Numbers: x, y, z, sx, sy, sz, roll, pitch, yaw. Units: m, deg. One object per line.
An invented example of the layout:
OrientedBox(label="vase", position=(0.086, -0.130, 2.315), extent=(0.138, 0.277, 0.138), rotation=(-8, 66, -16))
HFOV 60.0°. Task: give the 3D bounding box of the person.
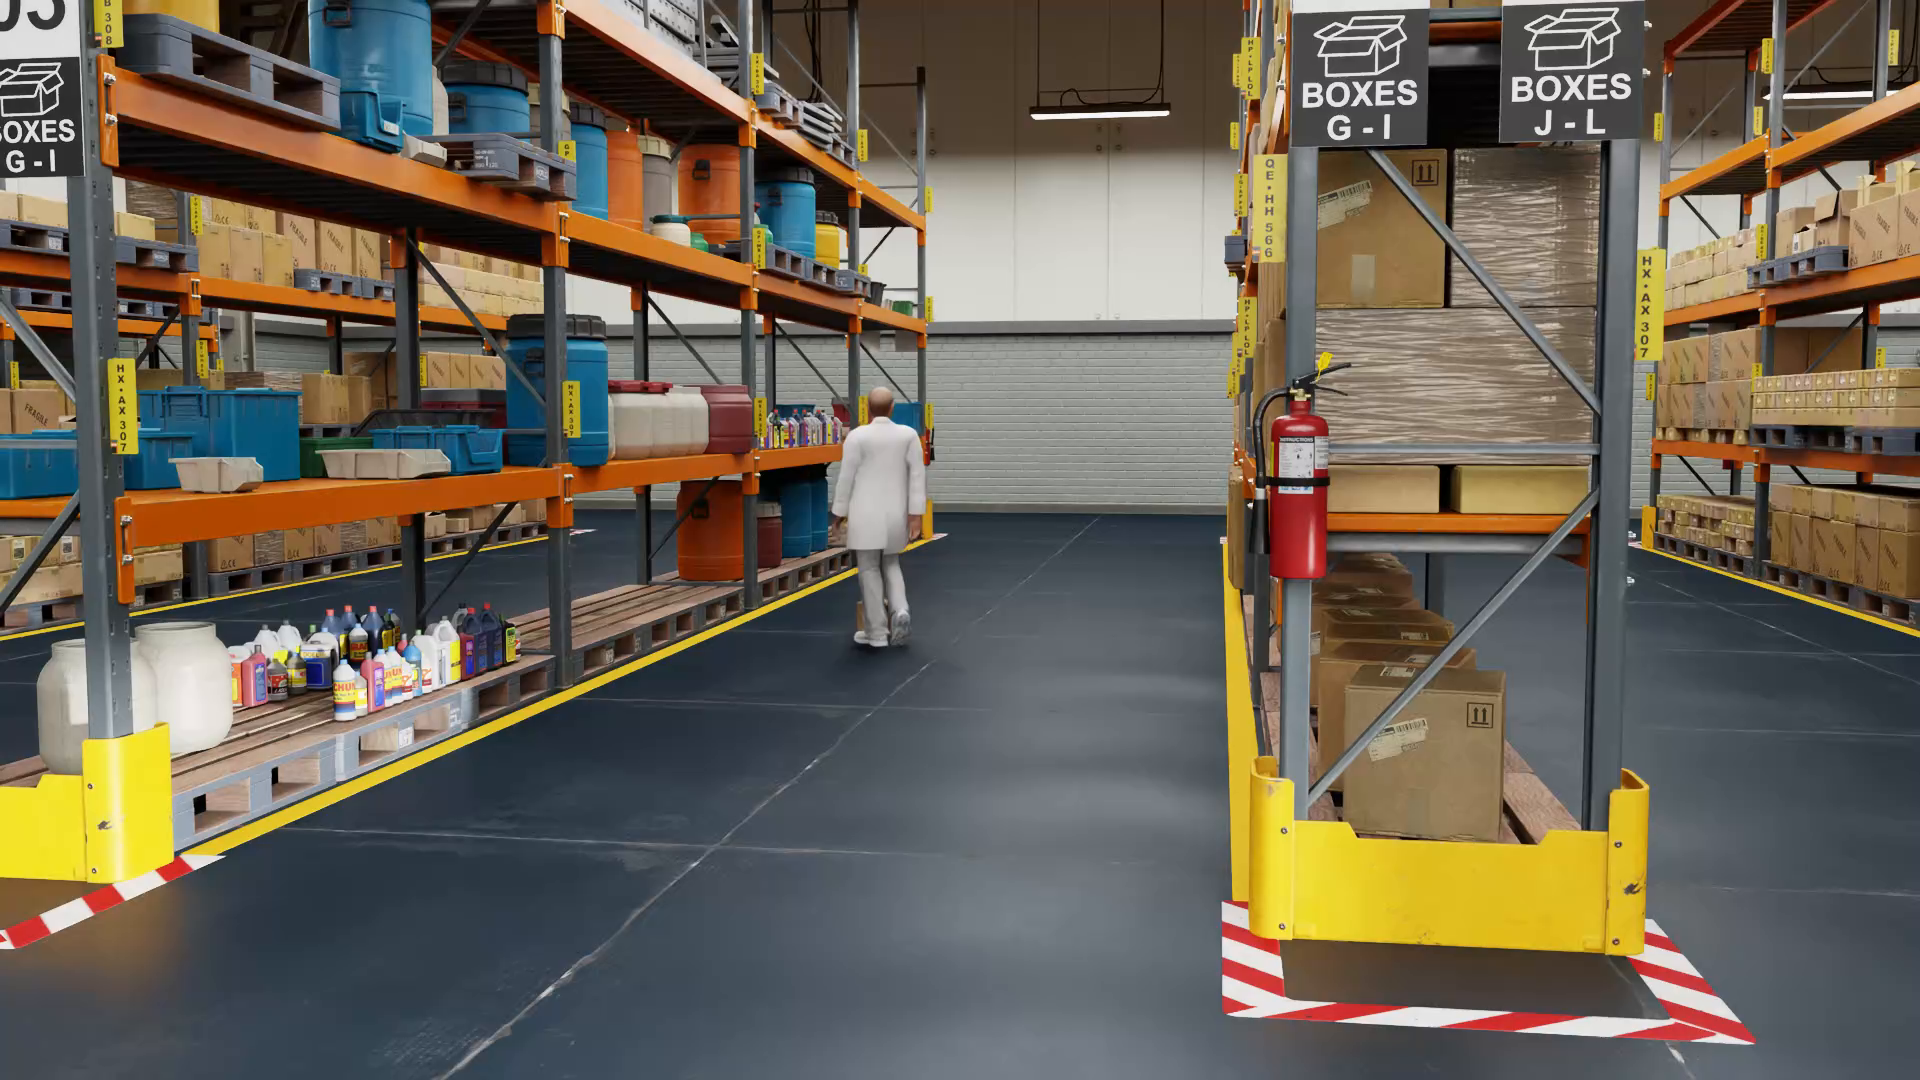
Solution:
OrientedBox(label="person", position=(-0.576, -0.151, 11.446), extent=(0.595, 1.801, 0.457), rotation=(-2, 5, -27))
